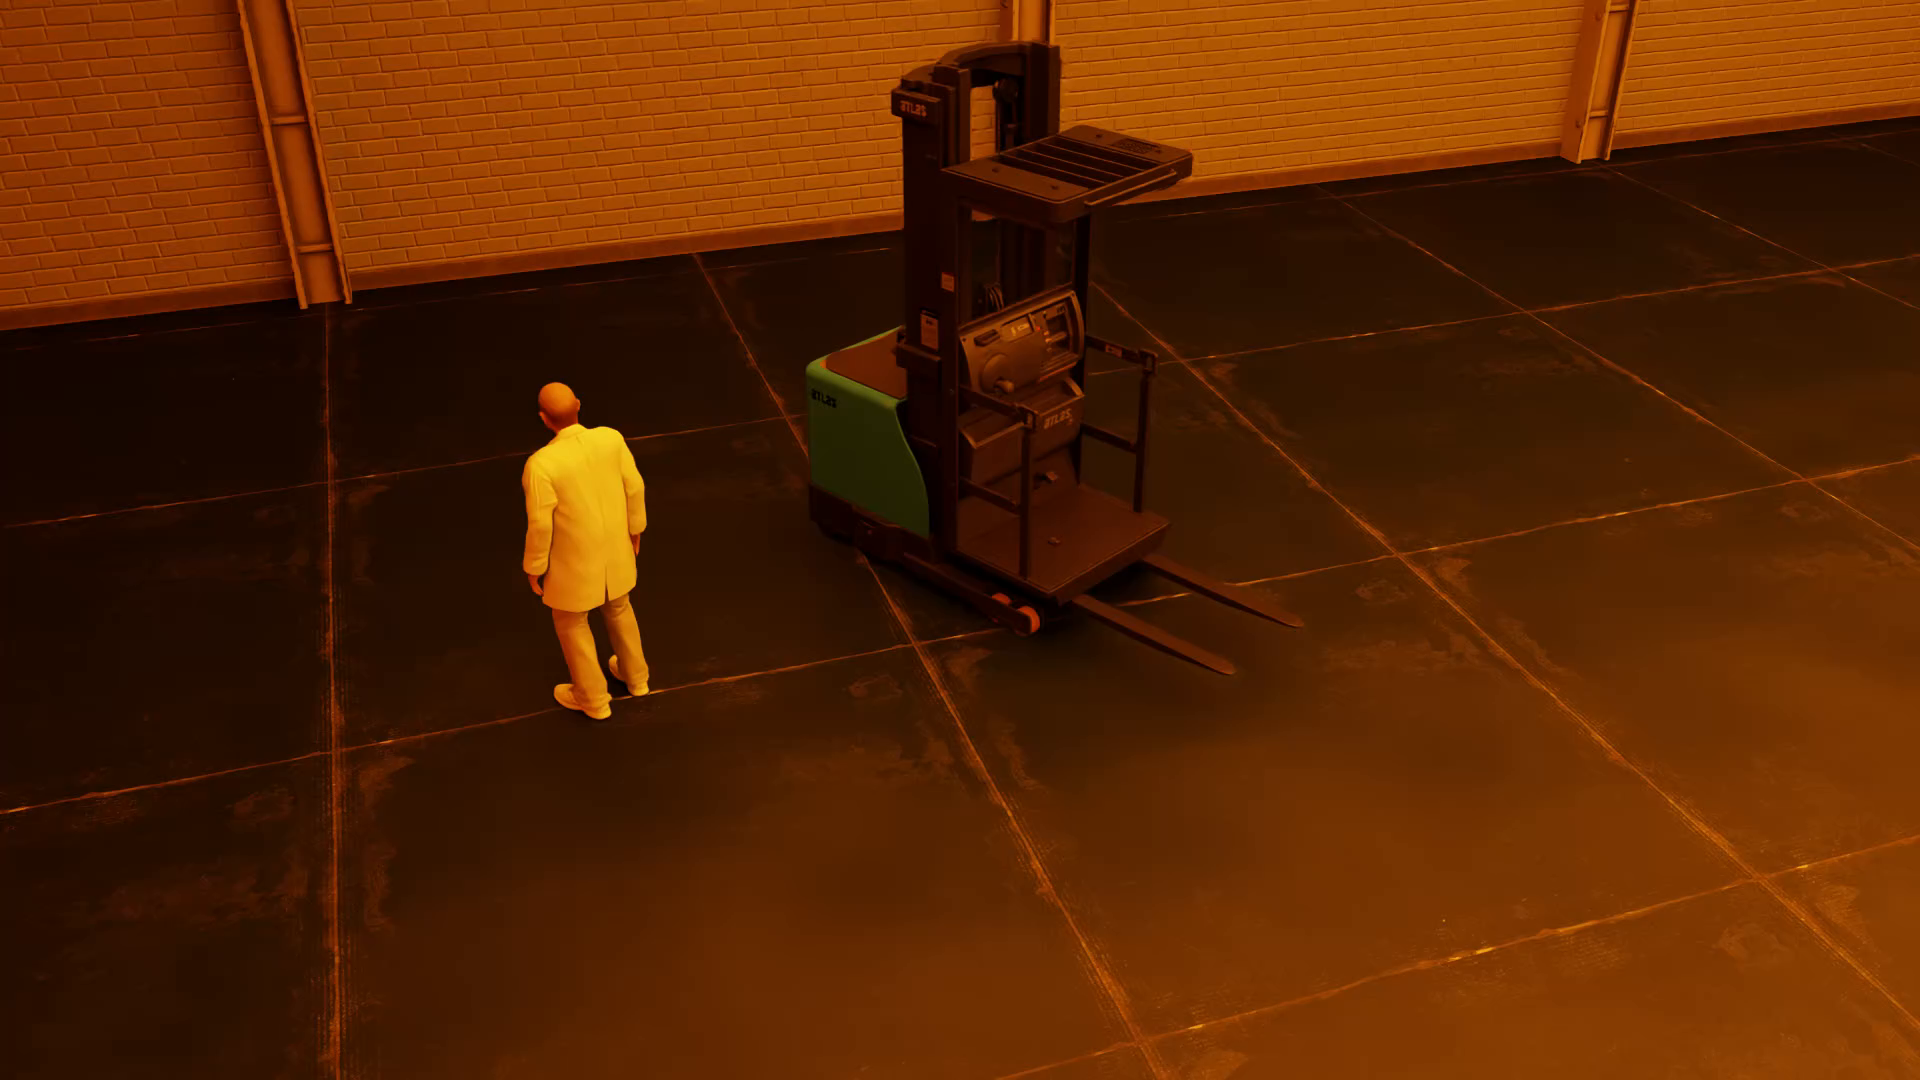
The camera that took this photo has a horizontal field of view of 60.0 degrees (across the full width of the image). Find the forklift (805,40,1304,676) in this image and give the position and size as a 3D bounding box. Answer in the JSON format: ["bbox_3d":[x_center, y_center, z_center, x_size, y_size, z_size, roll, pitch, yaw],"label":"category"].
[{"bbox_3d":[0.497,-1.035,8.886,3.031,2.935,1.130,25,38,37],"label":"forklift"}]

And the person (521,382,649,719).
[{"bbox_3d":[-1.846,0.046,8.169,0.678,1.772,0.447,-26,39,-37],"label":"person"}]
